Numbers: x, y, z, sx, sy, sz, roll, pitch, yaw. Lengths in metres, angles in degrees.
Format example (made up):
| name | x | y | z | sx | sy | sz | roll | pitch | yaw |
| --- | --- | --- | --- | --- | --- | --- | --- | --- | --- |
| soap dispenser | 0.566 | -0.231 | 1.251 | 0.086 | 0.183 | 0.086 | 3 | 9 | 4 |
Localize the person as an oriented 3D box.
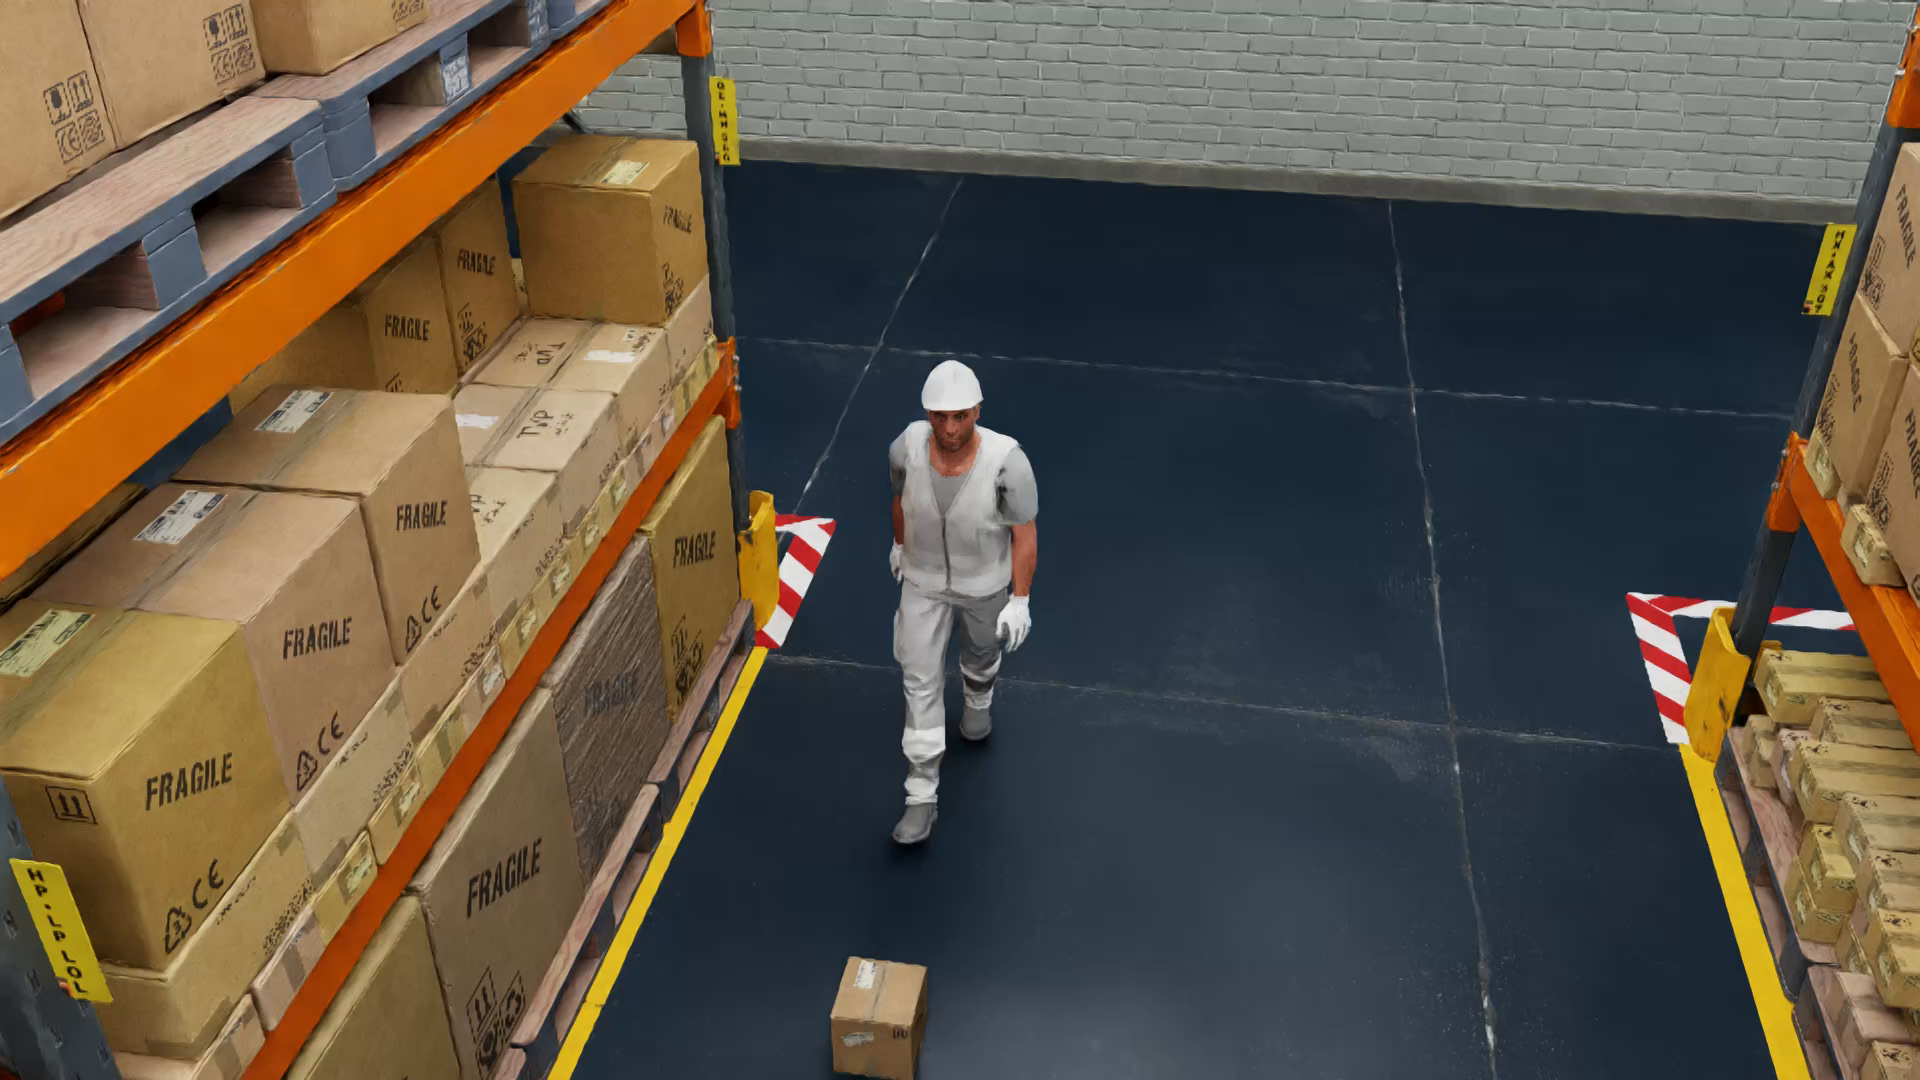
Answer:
| name | x | y | z | sx | sy | sz | roll | pitch | yaw |
| --- | --- | --- | --- | --- | --- | --- | --- | --- | --- |
| person | -0.016 | 0.169 | 5.844 | 0.572 | 1.731 | 0.995 | 5 | 32 | 7 |
